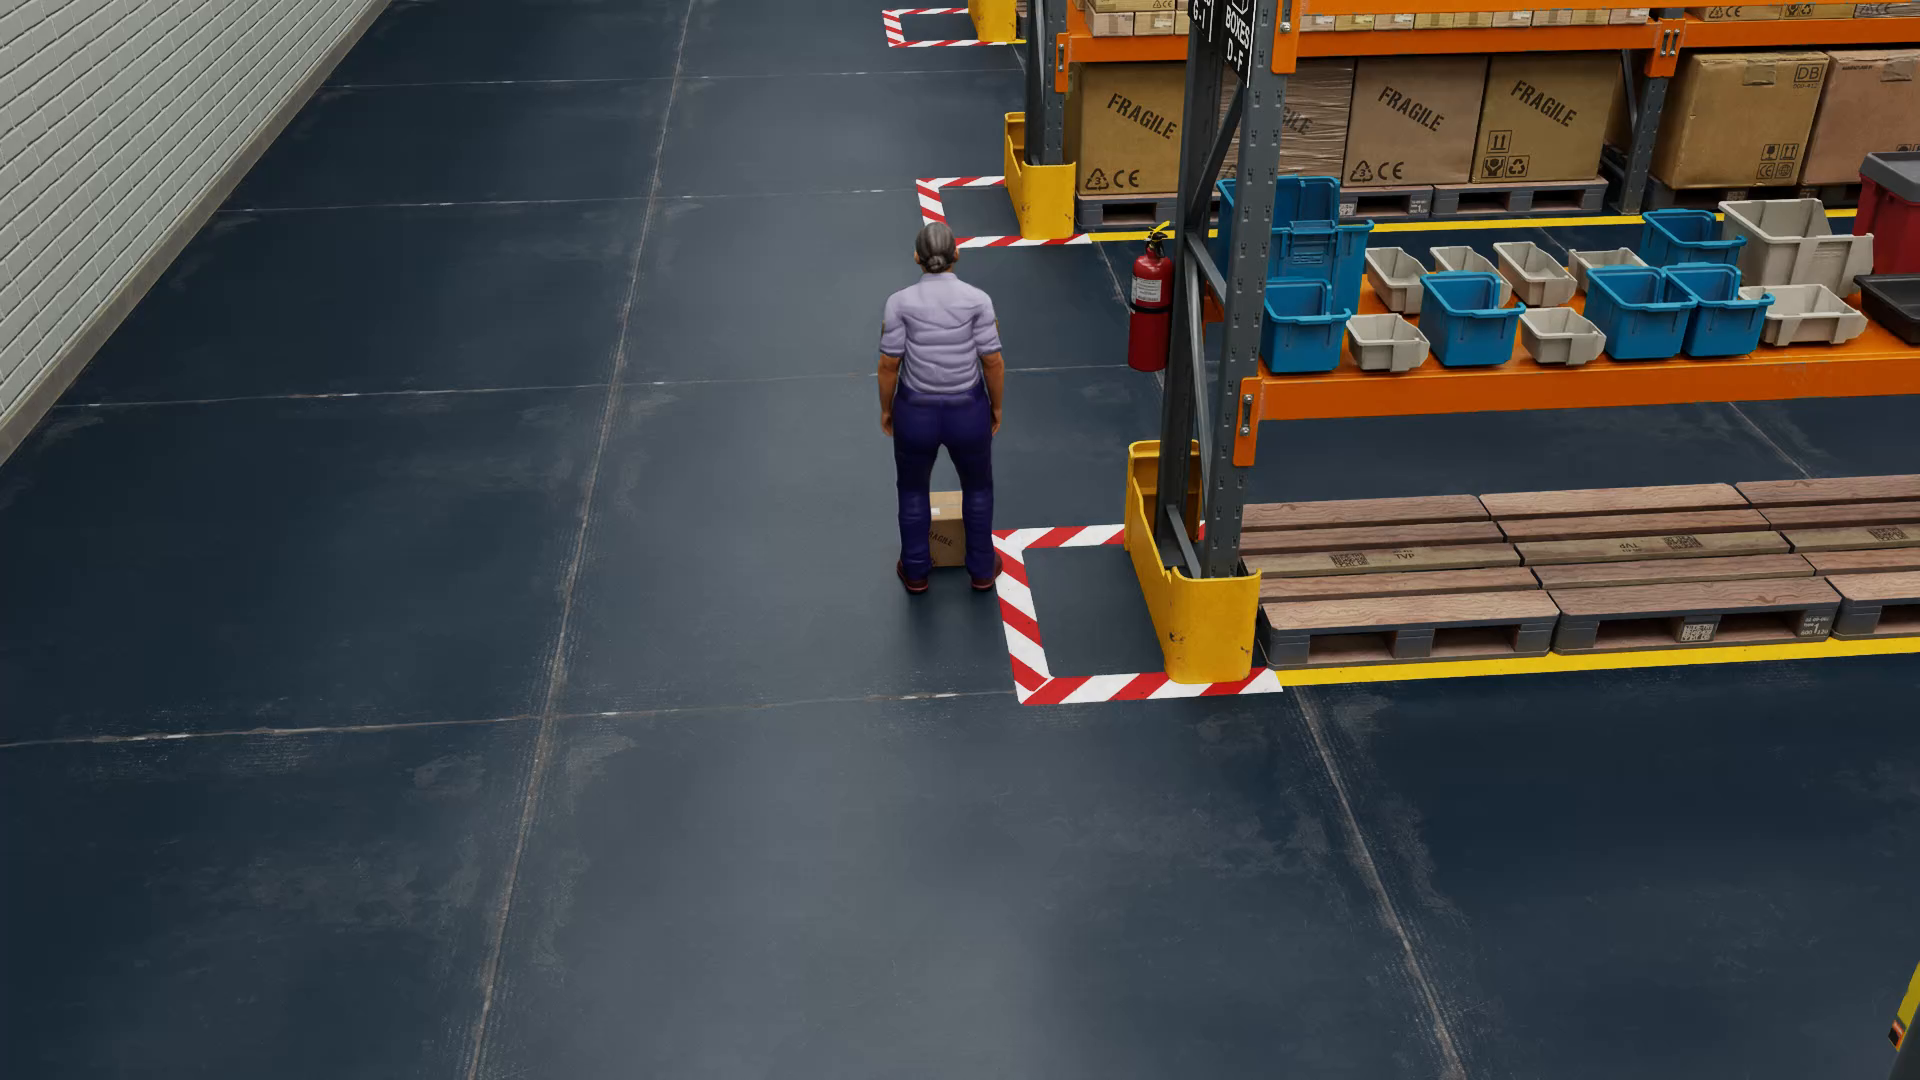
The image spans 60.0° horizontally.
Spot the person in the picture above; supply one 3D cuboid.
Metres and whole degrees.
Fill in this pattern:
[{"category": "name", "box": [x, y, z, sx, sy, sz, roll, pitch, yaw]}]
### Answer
[{"category": "person", "box": [-0.071, -0.526, 7.005, 0.538, 1.652, 0.370, -1, 31, -1]}]
